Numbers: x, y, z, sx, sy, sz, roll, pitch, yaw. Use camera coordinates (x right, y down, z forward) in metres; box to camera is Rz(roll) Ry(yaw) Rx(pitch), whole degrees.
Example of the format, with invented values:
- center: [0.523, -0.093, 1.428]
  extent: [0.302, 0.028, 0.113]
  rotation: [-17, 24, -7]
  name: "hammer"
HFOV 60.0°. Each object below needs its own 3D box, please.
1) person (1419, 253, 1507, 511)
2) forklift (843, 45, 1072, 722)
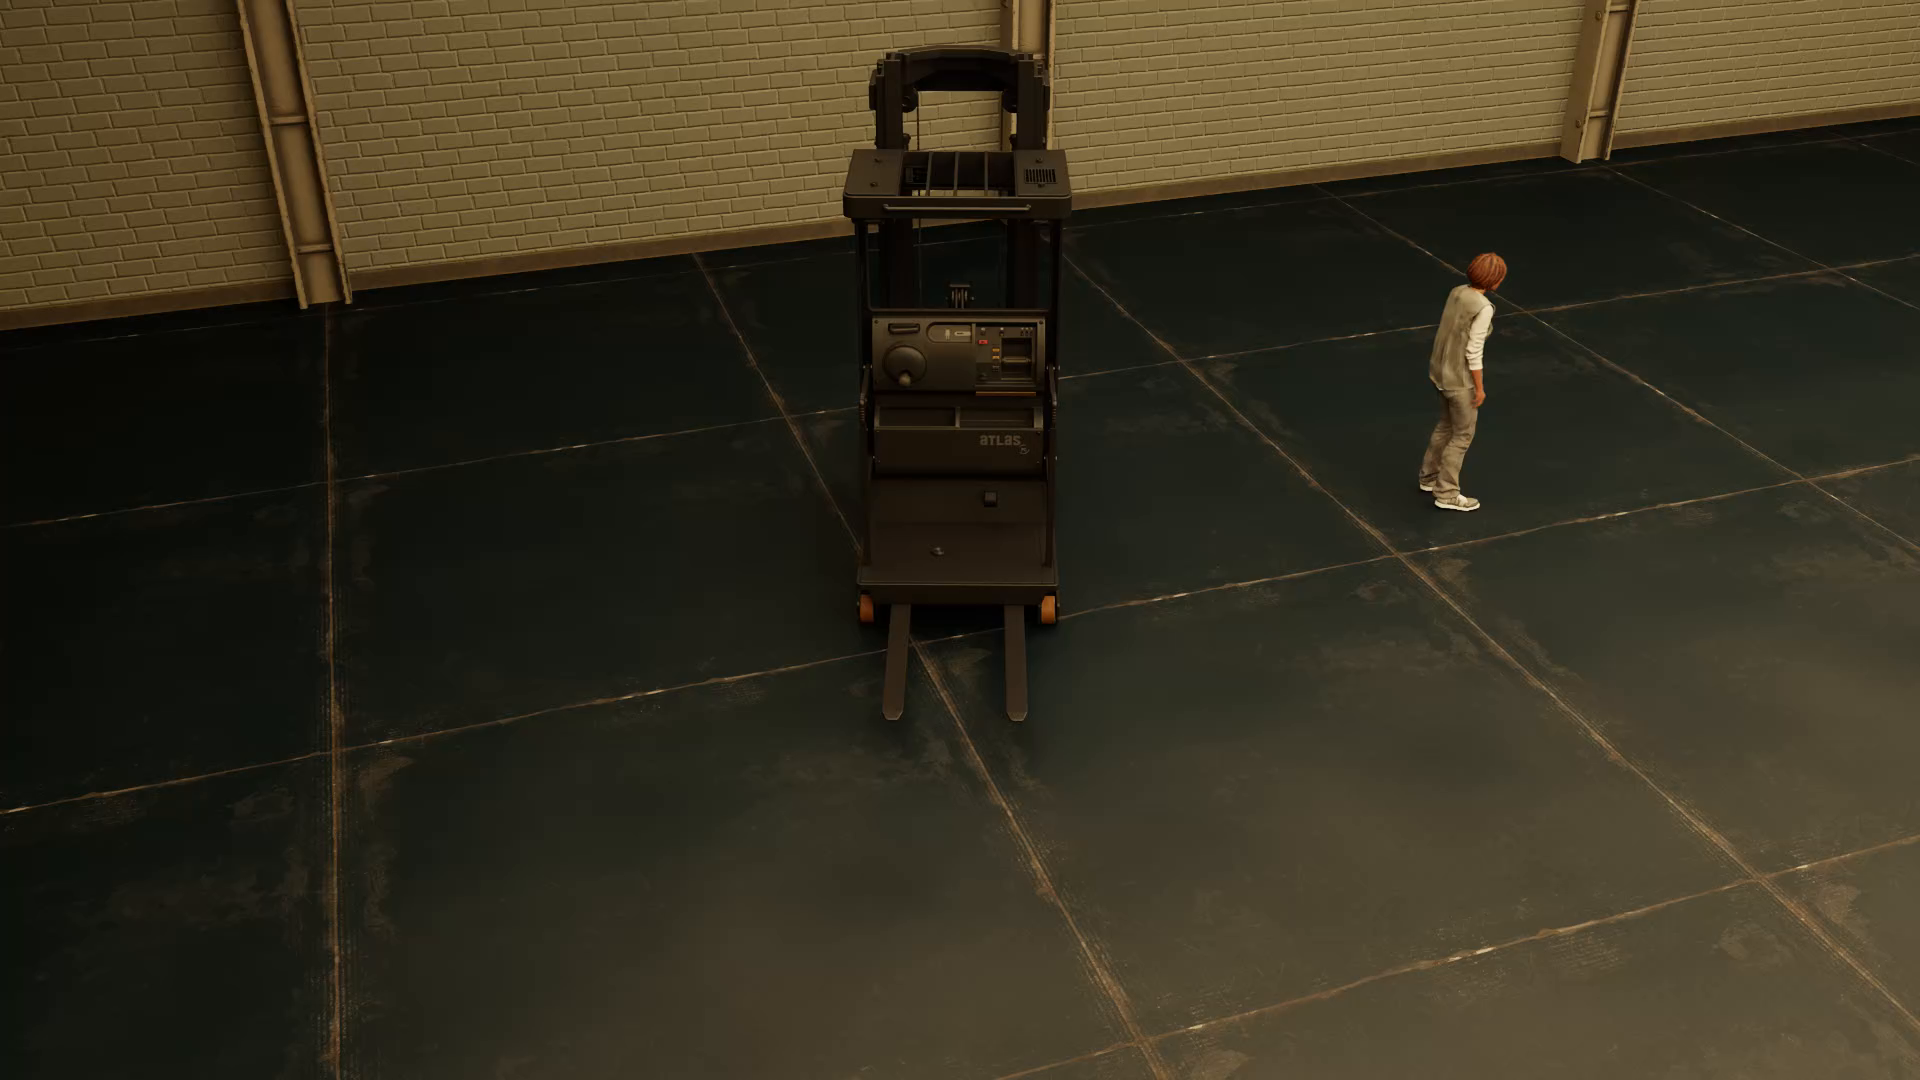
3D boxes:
- center: [3.045, -0.972, 10.121]
  extent: [0.350, 1.591, 0.470]
  rotation: [-5, 30, -8]
  name: "person"
- center: [-0.008, -0.958, 8.753]
  extent: [1.130, 2.935, 3.031]
  rotation: [0, 30, 1]
  name: "forklift"
